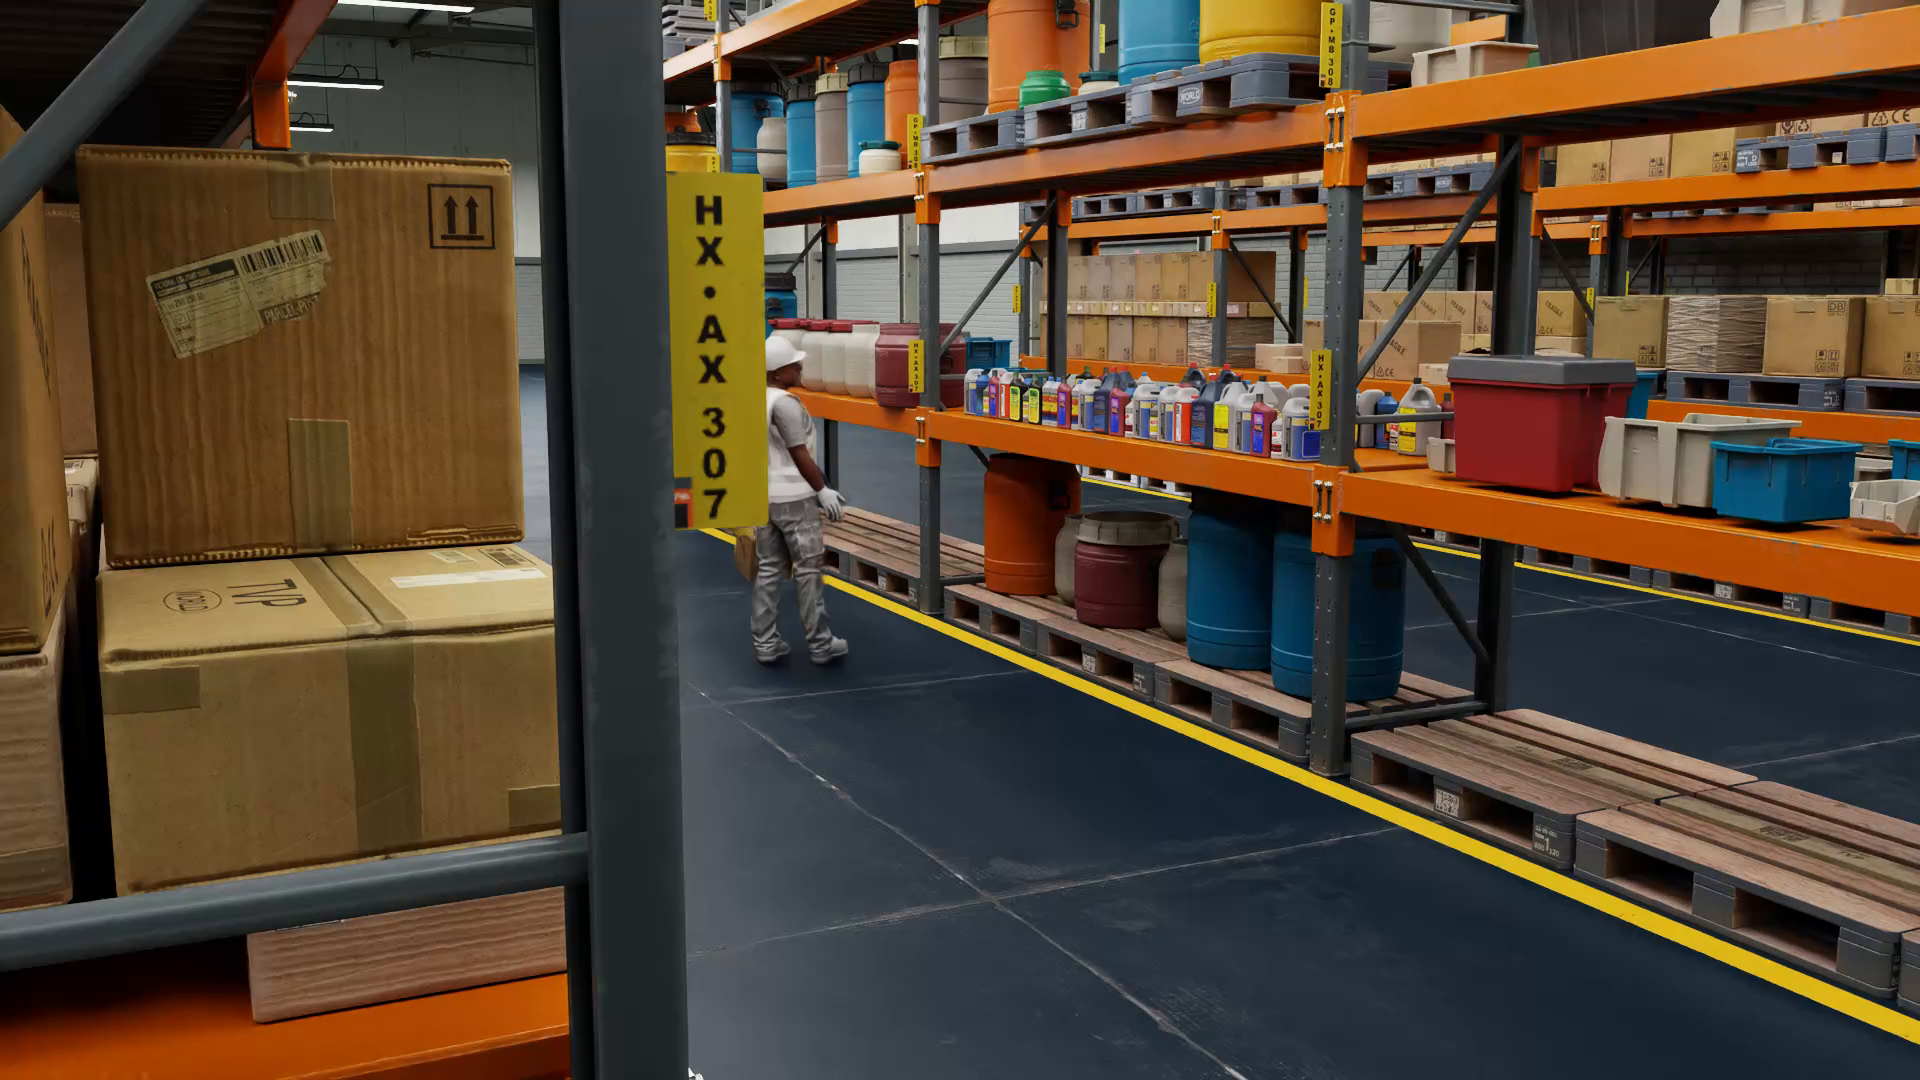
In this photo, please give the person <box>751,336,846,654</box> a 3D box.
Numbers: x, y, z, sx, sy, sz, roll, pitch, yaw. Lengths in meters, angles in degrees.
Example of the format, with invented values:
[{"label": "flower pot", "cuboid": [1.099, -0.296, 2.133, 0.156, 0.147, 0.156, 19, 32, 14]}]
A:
[{"label": "person", "cuboid": [-0.940, -0.244, 9.082, 0.437, 1.732, 0.549, -6, 10, -36]}]
